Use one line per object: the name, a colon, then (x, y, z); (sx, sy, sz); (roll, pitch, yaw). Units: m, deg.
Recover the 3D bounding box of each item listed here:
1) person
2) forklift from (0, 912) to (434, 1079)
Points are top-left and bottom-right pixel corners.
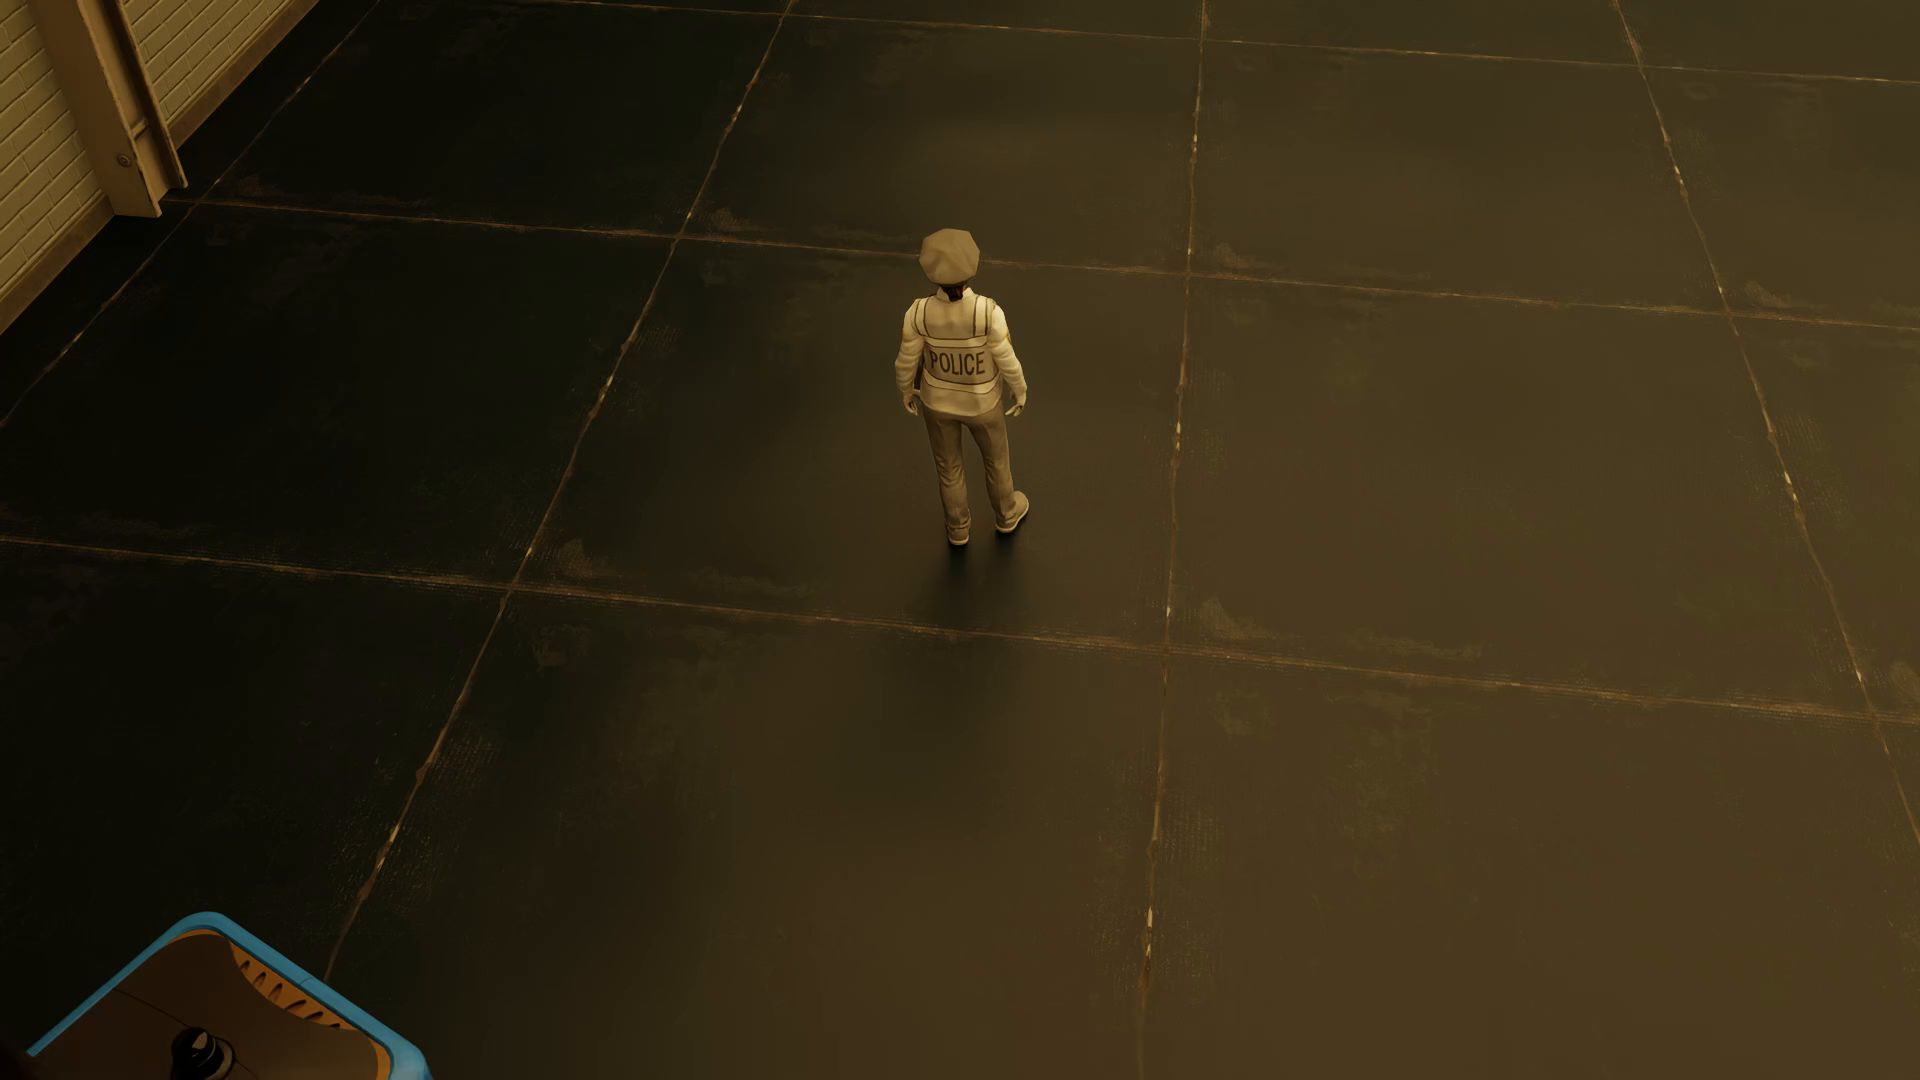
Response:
person: (0.016, -0.675, 7.363); (0.586, 1.694, 0.530); (5, 43, 6)
forklift: (-2.723, 1.841, 3.720); (1.130, 2.935, 3.031); (23, 47, 23)
